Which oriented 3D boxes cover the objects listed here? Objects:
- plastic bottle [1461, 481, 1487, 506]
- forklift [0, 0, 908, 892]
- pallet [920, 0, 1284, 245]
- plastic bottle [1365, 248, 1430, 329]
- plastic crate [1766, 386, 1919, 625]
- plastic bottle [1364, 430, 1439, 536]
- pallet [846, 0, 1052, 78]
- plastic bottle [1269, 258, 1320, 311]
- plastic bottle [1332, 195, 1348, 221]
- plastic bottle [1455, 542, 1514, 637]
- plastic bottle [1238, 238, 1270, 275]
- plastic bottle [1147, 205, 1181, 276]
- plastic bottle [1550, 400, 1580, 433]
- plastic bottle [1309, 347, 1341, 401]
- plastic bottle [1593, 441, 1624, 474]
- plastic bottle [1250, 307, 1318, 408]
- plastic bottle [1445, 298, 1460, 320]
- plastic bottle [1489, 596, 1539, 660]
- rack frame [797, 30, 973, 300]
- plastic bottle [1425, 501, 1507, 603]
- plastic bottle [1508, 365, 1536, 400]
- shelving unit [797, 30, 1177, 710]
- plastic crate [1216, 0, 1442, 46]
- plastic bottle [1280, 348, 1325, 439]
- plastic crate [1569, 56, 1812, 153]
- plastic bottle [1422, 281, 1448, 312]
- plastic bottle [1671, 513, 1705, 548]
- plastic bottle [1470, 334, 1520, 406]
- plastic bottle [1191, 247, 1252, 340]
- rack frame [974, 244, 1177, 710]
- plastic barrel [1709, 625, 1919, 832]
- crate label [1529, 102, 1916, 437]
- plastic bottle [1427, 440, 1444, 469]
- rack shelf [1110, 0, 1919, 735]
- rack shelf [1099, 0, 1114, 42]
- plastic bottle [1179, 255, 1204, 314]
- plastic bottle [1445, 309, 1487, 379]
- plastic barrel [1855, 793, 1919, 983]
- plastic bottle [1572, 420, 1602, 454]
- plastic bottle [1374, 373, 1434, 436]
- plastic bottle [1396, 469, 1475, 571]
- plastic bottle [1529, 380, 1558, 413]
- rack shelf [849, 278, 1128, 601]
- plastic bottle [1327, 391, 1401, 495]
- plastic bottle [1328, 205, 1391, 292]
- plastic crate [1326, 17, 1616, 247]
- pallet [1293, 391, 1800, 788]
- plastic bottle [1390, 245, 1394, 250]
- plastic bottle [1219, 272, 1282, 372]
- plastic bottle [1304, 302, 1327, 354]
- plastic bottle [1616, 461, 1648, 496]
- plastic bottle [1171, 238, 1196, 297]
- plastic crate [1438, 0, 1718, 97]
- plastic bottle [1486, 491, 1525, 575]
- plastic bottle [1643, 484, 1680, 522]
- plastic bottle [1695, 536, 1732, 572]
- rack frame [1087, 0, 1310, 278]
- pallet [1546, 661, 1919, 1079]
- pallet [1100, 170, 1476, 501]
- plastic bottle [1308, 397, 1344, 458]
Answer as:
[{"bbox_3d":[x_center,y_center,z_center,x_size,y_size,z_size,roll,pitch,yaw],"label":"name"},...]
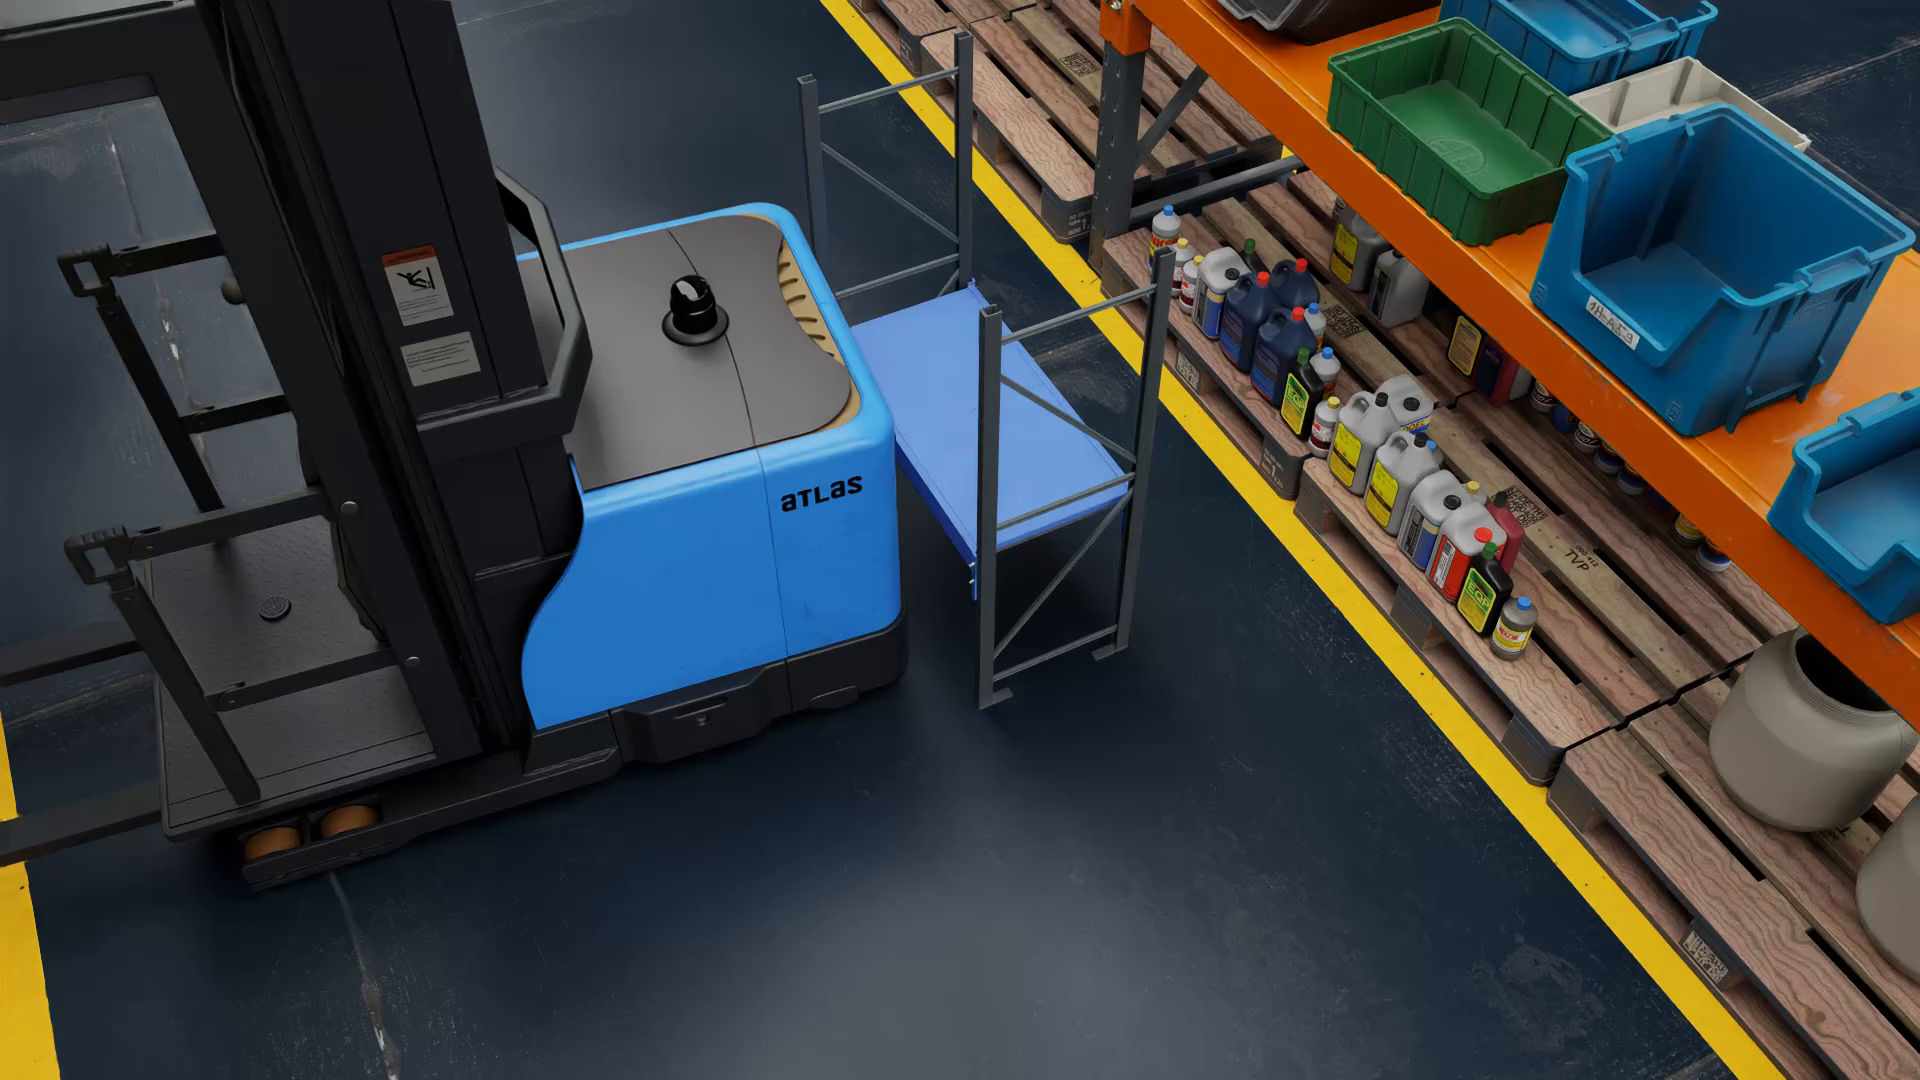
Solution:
[{"bbox_3d":[1.491,-0.093,4.905,0.097,0.201,0.097,0,49,0],"label":"plastic bottle"},{"bbox_3d":[-1.723,-0.498,3.738,3.031,2.935,1.130,-16,51,-13],"label":"forklift"},{"bbox_3d":[0.549,-1.736,6.628,1.003,0.211,1.213,-21,52,-18],"label":"pallet"},{"bbox_3d":[1.462,-0.862,5.528,0.152,0.276,0.135,-21,52,-18],"label":"plastic bottle"},{"bbox_3d":[1.986,-0.084,3.430,0.499,0.251,0.408,-21,52,-18],"label":"plastic crate"},{"bbox_3d":[1.309,-0.196,4.896,0.144,0.351,0.185,-19,52,-16],"label":"plastic bottle"},{"bbox_3d":[-0.013,-2.554,7.343,1.003,0.211,1.213,-21,52,-18],"label":"pallet"},{"bbox_3d":[1.072,-0.781,5.408,0.144,0.351,0.185,-21,52,-18],"label":"plastic bottle"},{"bbox_3d":[1.386,-1.230,5.900,0.097,0.201,0.097,0,49,0],"label":"plastic bottle"},{"bbox_3d":[1.474,0.135,4.652,0.061,0.283,0.133,-20,52,-17],"label":"plastic bottle"},{"bbox_3d":[0.966,-0.858,5.520,0.061,0.283,0.133,-21,52,-18],"label":"plastic bottle"},{"bbox_3d":[0.699,-1.024,5.673,0.097,0.271,0.097,0,49,0],"label":"plastic bottle"},{"bbox_3d":[1.926,-0.464,5.183,0.097,0.271,0.097,0,49,0],"label":"plastic bottle"},{"bbox_3d":[1.130,-0.493,5.209,0.097,0.271,0.097,0,49,0],"label":"plastic bottle"},{"bbox_3d":[2.018,-0.328,5.065,0.097,0.271,0.097,0,49,0],"label":"plastic bottle"},{"bbox_3d":[1.030,-0.605,5.254,0.144,0.351,0.185,-23,53,-19],"label":"plastic bottle"},{"bbox_3d":[1.693,-0.837,5.502,0.061,0.283,0.133,-18,51,-15],"label":"plastic bottle"},{"bbox_3d":[1.543,0.234,4.620,0.097,0.201,0.097,0,49,0],"label":"plastic bottle"},{"bbox_3d":[-0.193,-0.777,4.933,0.500,1.500,0.032,-21,52,-18],"label":"rack frame"},{"bbox_3d":[1.452,0.031,4.747,0.152,0.276,0.135,-21,52,-17],"label":"plastic bottle"},{"bbox_3d":[1.801,-0.603,5.302,0.152,0.276,0.135,-20,52,-17],"label":"plastic bottle"},{"bbox_3d":[0.039,-0.437,4.636,0.538,1.500,1.048,-21,52,-18],"label":"shelving unit"},{"bbox_3d":[1.070,-1.727,4.809,0.767,0.338,0.504,-21,52,-18],"label":"plastic crate"},{"bbox_3d":[1.068,-0.458,5.170,0.061,0.283,0.133,-19,52,-16],"label":"plastic bottle"},{"bbox_3d":[1.911,-1.055,4.356,0.530,0.136,0.437,-21,52,-18],"label":"plastic crate"},{"bbox_3d":[1.582,-0.954,5.559,0.144,0.351,0.185,-24,53,-19],"label":"plastic bottle"},{"bbox_3d":[2.174,-0.078,4.892,0.097,0.201,0.097,0,49,0],"label":"plastic bottle"},{"bbox_3d":[1.706,-0.569,5.267,0.061,0.283,0.133,-21,52,-18],"label":"plastic bottle"},{"bbox_3d":[0.871,-0.819,5.490,0.152,0.276,0.135,-19,52,-16],"label":"plastic bottle"},{"bbox_3d":[0.272,-0.096,4.338,0.500,1.500,0.032,-21,52,-18],"label":"rack frame"},{"bbox_3d":[2.175,0.467,4.223,0.421,0.512,0.421,0,49,0],"label":"plastic barrel"},{"bbox_3d":[1.691,-0.615,3.772,0.502,0.435,0.616,-21,52,-18],"label":"crate label"},{"bbox_3d":[1.397,-0.218,5.014,0.097,0.201,0.097,0,49,0],"label":"plastic bottle"},{"bbox_3d":[1.858,-0.566,4.230,1.077,0.370,4.000,-21,52,-18],"label":"rack shelf"},{"bbox_3d":[0.028,-3.243,6.572,1.077,0.370,4.000,-21,52,-18],"label":"rack shelf"},{"bbox_3d":[0.792,-0.865,5.581,0.097,0.201,0.097,0,49,0],"label":"plastic bottle"},{"bbox_3d":[1.650,-0.663,5.350,0.061,0.283,0.133,-21,52,-18],"label":"plastic bottle"},{"bbox_3d":[2.404,0.802,3.930,0.421,0.512,0.421,0,49,0],"label":"plastic barrel"},{"bbox_3d":[1.973,-0.372,5.149,0.097,0.201,0.097,0,49,0],"label":"plastic bottle"},{"bbox_3d":[1.345,-0.364,5.093,0.152,0.276,0.135,-21,52,-18],"label":"plastic bottle"},{"bbox_3d":[1.389,-0.062,4.829,0.152,0.276,0.135,-23,53,-19],"label":"plastic bottle"},{"bbox_3d":[1.879,-0.509,5.269,0.097,0.201,0.097,0,49,0],"label":"plastic bottle"},{"bbox_3d":[0.039,-0.318,4.771,0.538,0.185,1.000,-21,52,-18],"label":"rack shelf"},{"bbox_3d":[1.224,-0.321,5.005,0.144,0.351,0.185,-22,52,-18],"label":"plastic bottle"},{"bbox_3d":[1.366,-1.033,5.628,0.144,0.351,0.185,-21,52,-18],"label":"plastic bottle"},{"bbox_3d":[1.313,-1.066,4.331,0.450,0.188,0.662,-21,52,-18],"label":"plastic crate"},{"bbox_3d":[1.776,0.058,5.059,1.003,0.211,1.213,-21,52,-18],"label":"pallet"},{"bbox_3d":[1.494,-1.083,5.672,0.144,0.351,0.185,-22,53,-18],"label":"plastic bottle"},{"bbox_3d":[0.943,-0.731,5.364,0.144,0.351,0.185,-20,52,-17],"label":"plastic bottle"},{"bbox_3d":[1.117,-0.650,5.346,0.097,0.271,0.097,0,49,0],"label":"plastic bottle"},{"bbox_3d":[2.064,-0.261,5.006,0.097,0.271,0.097,0,49,0],"label":"plastic bottle"},{"bbox_3d":[0.746,-0.933,5.640,0.097,0.201,0.097,0,49,0],"label":"plastic bottle"},{"bbox_3d":[1.691,-1.446,4.620,0.499,0.251,0.616,-21,52,-18],"label":"plastic crate"},{"bbox_3d":[1.547,-0.009,4.777,0.061,0.283,0.133,-21,52,-18],"label":"plastic bottle"},{"bbox_3d":[2.134,-0.194,4.939,0.061,0.283,0.133,-20,52,-17],"label":"plastic bottle"},{"bbox_3d":[2.221,-0.032,4.806,0.097,0.271,0.097,0,49,0],"label":"plastic bottle"},{"bbox_3d":[0.943,-2.142,5.130,1.000,3.000,0.127,-21,52,-18],"label":"rack frame"},{"bbox_3d":[2.330,0.873,4.346,1.003,0.211,1.213,-21,52,-18],"label":"pallet"},{"bbox_3d":[1.213,-0.760,5.774,1.003,0.211,1.213,-21,52,-18],"label":"pallet"},{"bbox_3d":[1.139,-0.358,5.137,0.097,0.201,0.097,0,49,0],"label":"plastic bottle"}]
